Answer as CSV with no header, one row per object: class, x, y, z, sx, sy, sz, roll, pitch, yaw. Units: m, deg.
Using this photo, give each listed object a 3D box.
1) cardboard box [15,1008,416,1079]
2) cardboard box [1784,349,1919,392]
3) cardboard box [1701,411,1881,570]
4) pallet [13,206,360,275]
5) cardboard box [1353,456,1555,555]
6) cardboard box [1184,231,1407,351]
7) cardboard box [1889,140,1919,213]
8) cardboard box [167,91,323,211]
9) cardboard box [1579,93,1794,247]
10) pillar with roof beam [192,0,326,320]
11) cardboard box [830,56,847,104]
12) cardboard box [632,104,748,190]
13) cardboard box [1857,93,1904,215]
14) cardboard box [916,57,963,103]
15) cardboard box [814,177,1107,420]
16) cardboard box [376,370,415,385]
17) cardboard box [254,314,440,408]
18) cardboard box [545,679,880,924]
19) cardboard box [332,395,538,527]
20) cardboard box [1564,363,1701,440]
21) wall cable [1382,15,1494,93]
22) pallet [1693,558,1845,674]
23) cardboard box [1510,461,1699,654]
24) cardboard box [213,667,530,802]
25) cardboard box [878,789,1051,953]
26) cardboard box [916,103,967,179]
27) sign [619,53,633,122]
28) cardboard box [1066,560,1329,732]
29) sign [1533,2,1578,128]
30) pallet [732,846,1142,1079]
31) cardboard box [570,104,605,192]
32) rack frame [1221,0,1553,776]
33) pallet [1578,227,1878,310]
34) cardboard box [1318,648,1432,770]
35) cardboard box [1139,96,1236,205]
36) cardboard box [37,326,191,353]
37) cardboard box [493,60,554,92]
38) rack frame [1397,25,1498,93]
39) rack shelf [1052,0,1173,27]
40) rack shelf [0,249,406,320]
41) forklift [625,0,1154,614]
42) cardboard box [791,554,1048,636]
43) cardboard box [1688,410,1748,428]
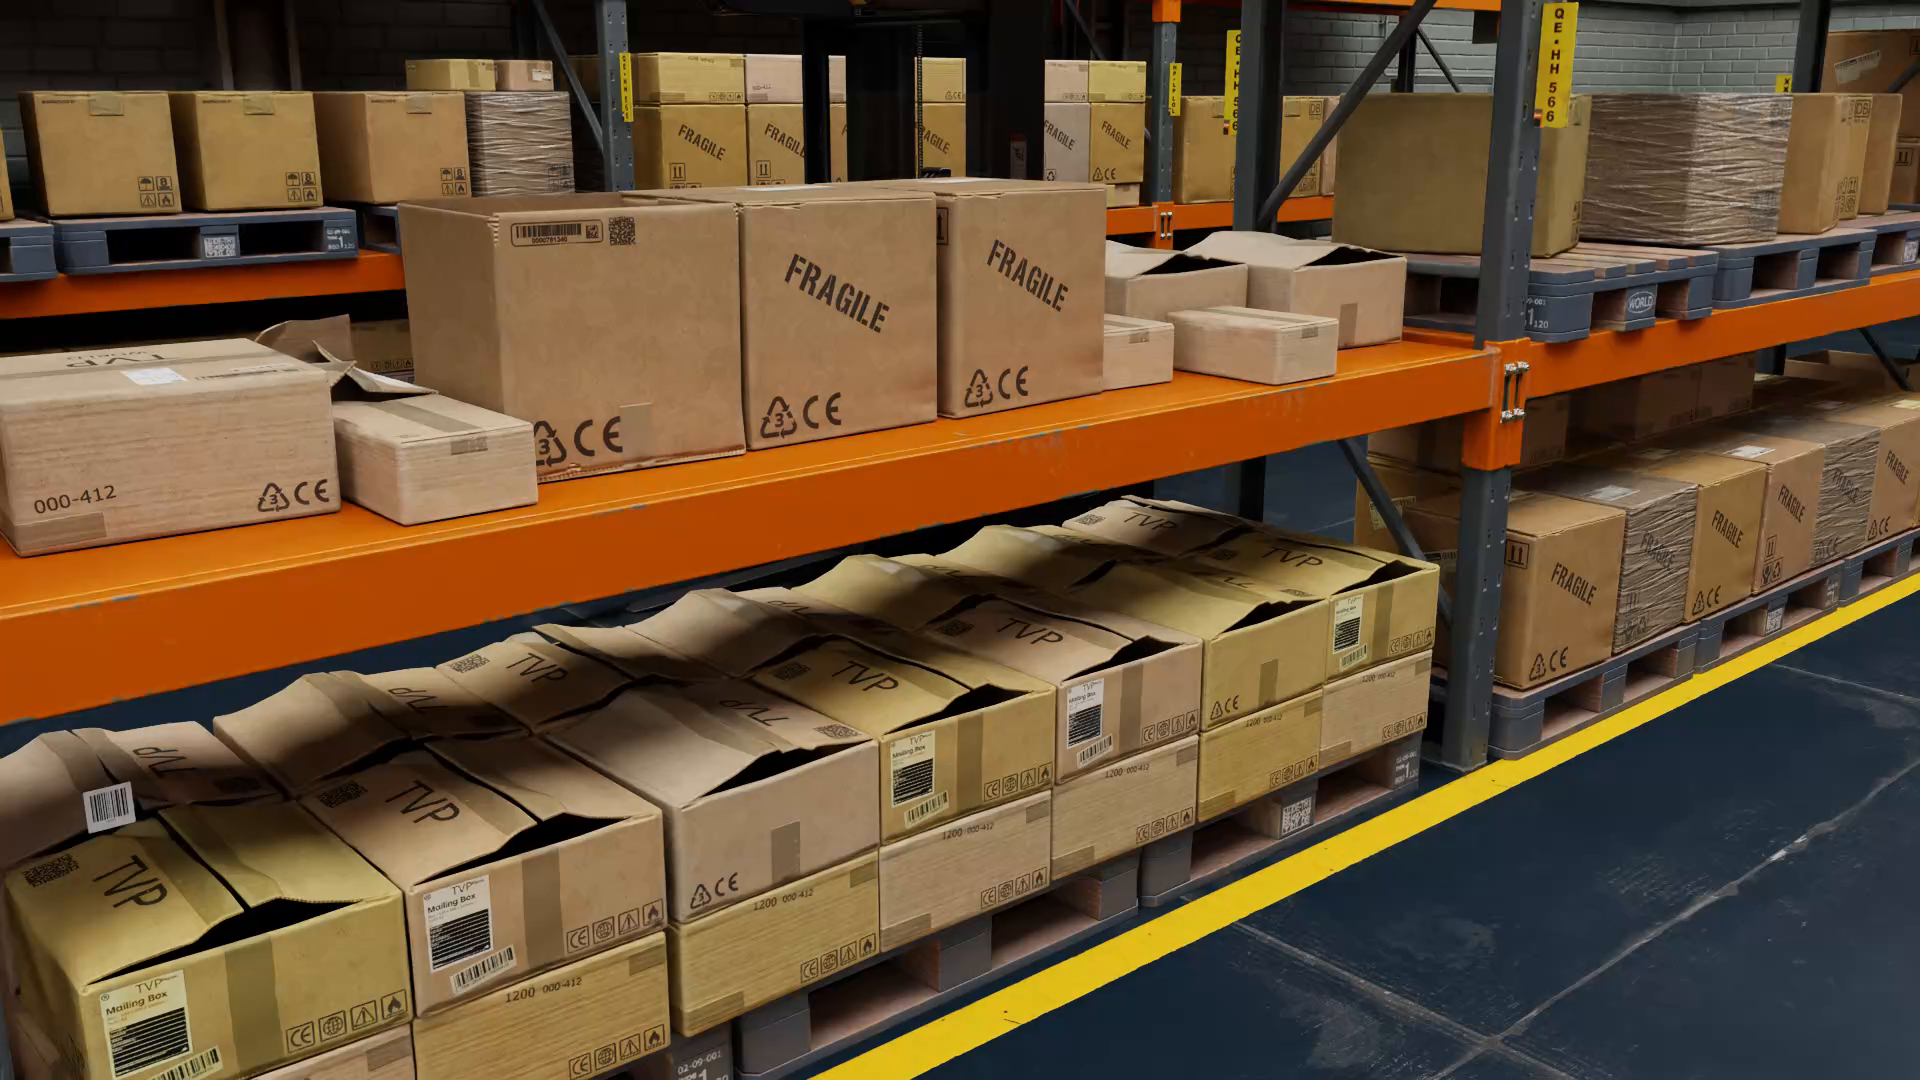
cardboard box,-1.298,0.945,2.915,0.500,0.250,0.500,-13,20,-41
cardboard box,4.514,-0.673,8.447,0.500,0.500,0.500,-13,19,-39
cardboard box,3.329,-0.214,6.731,0.500,0.500,0.500,-12,19,-39
pallet,-3.468,-1.366,7.423,1.213,0.211,1.003,-13,19,-39
cardboard box,1.805,-0.047,6.106,0.500,0.500,0.500,-12,19,-37
cardboard box,0.950,-0.742,4.888,0.500,0.311,0.500,-11,19,-36
cardboard box,4.479,-1.699,8.104,0.500,0.500,0.500,-12,19,-38
cardboard box,-3.275,-1.766,7.502,0.500,0.500,0.700,-13,19,-39
cardboard box,2.469,-1.336,5.931,0.500,0.500,0.700,-9,17,-29
pillar with roof beam,-0.724,-3.810,4.578,0.400,9.000,9.100,-13,19,-39
cardboard box,-0.710,-2.569,9.295,0.500,0.250,0.500,-12,19,-39
cardboard box,-1.467,-2.036,8.751,0.500,0.500,0.500,-12,19,-38
cardboard box,3.766,-1.730,7.408,0.700,0.500,0.500,8,17,28
cardboard box,-0.329,-2.657,9.623,0.500,0.250,0.500,-13,20,-40
cardboard box,-0.002,-0.599,3.987,0.500,0.500,0.500,-14,20,-42
cardboard box,-2.975,-0.610,8.213,0.500,0.500,0.700,-13,20,-39
cardboard box,-1.222,-0.280,3.248,0.258,0.266,0.396,-13,20,-41
cardboard box,-0.518,0.501,3.491,0.500,0.311,0.500,-14,20,-41
cardboard box,-0.962,-0.150,2.984,0.250,0.149,0.380,-13,19,-39
cardboard box,2.613,-0.594,6.700,0.500,0.250,0.500,-13,20,-40
wall cable,4.379,-4.049,15.128,1.851,1.984,0.084,-13,19,-39
pallet,2.761,0.184,6.651,1.213,0.211,1.003,-13,19,-39
cardboard box,2.175,0.046,5.758,0.500,0.500,0.500,-14,20,-41
cardboard box,-1.259,0.480,3.568,0.500,0.311,0.500,-12,19,-38
cardboard box,-0.138,0.684,3.891,0.500,0.250,0.500,-12,19,-38
cardboard box,-0.303,-2.297,9.727,0.500,0.500,0.500,-12,19,-38
sign,-1.638,-2.219,8.155,0.005,0.325,0.100,-13,19,-39
cardboard box,0.632,0.242,4.458,0.500,0.311,0.500,-13,20,-40
sign,1.620,-1.290,4.524,0.005,0.325,0.100,-13,19,-39
pallet,-0.313,0.846,4.172,1.213,0.211,1.003,-13,19,-39
cardboard box,-1.818,-2.135,9.122,0.500,0.500,0.500,-12,19,-39
rack frame,1.253,-0.838,5.076,0.127,3.000,1.000,-13,19,-39
pallet,2.717,-1.076,6.337,1.213,0.211,1.003,-13,19,-39
cardboard box,1.016,0.424,4.865,0.500,0.250,0.500,-12,19,-38
cardboard box,1.436,-2.713,11.514,0.700,0.700,0.980,-12,19,-39
cardboard box,-3.755,-0.784,7.409,0.500,0.250,0.500,-13,20,-41
cardboard box,-2.242,-2.312,8.290,0.380,0.149,0.250,13,20,40
rack frame,4.034,-3.157,13.757,0.127,3.000,1.000,-13,19,-39
rack shelf,-0.493,-3.242,9.658,4.000,0.370,1.077,-13,19,-39
rack shelf,-3.510,-1.116,7.508,4.000,0.370,1.077,-13,19,-39
forklift,-0.414,-1.294,6.914,1.130,2.935,3.031,13,20,39
cardboard box,-0.112,0.224,4.525,0.500,0.311,0.500,-13,20,-41
cardboard box,2.969,-0.311,7.091,0.500,0.500,0.500,-12,19,-39
